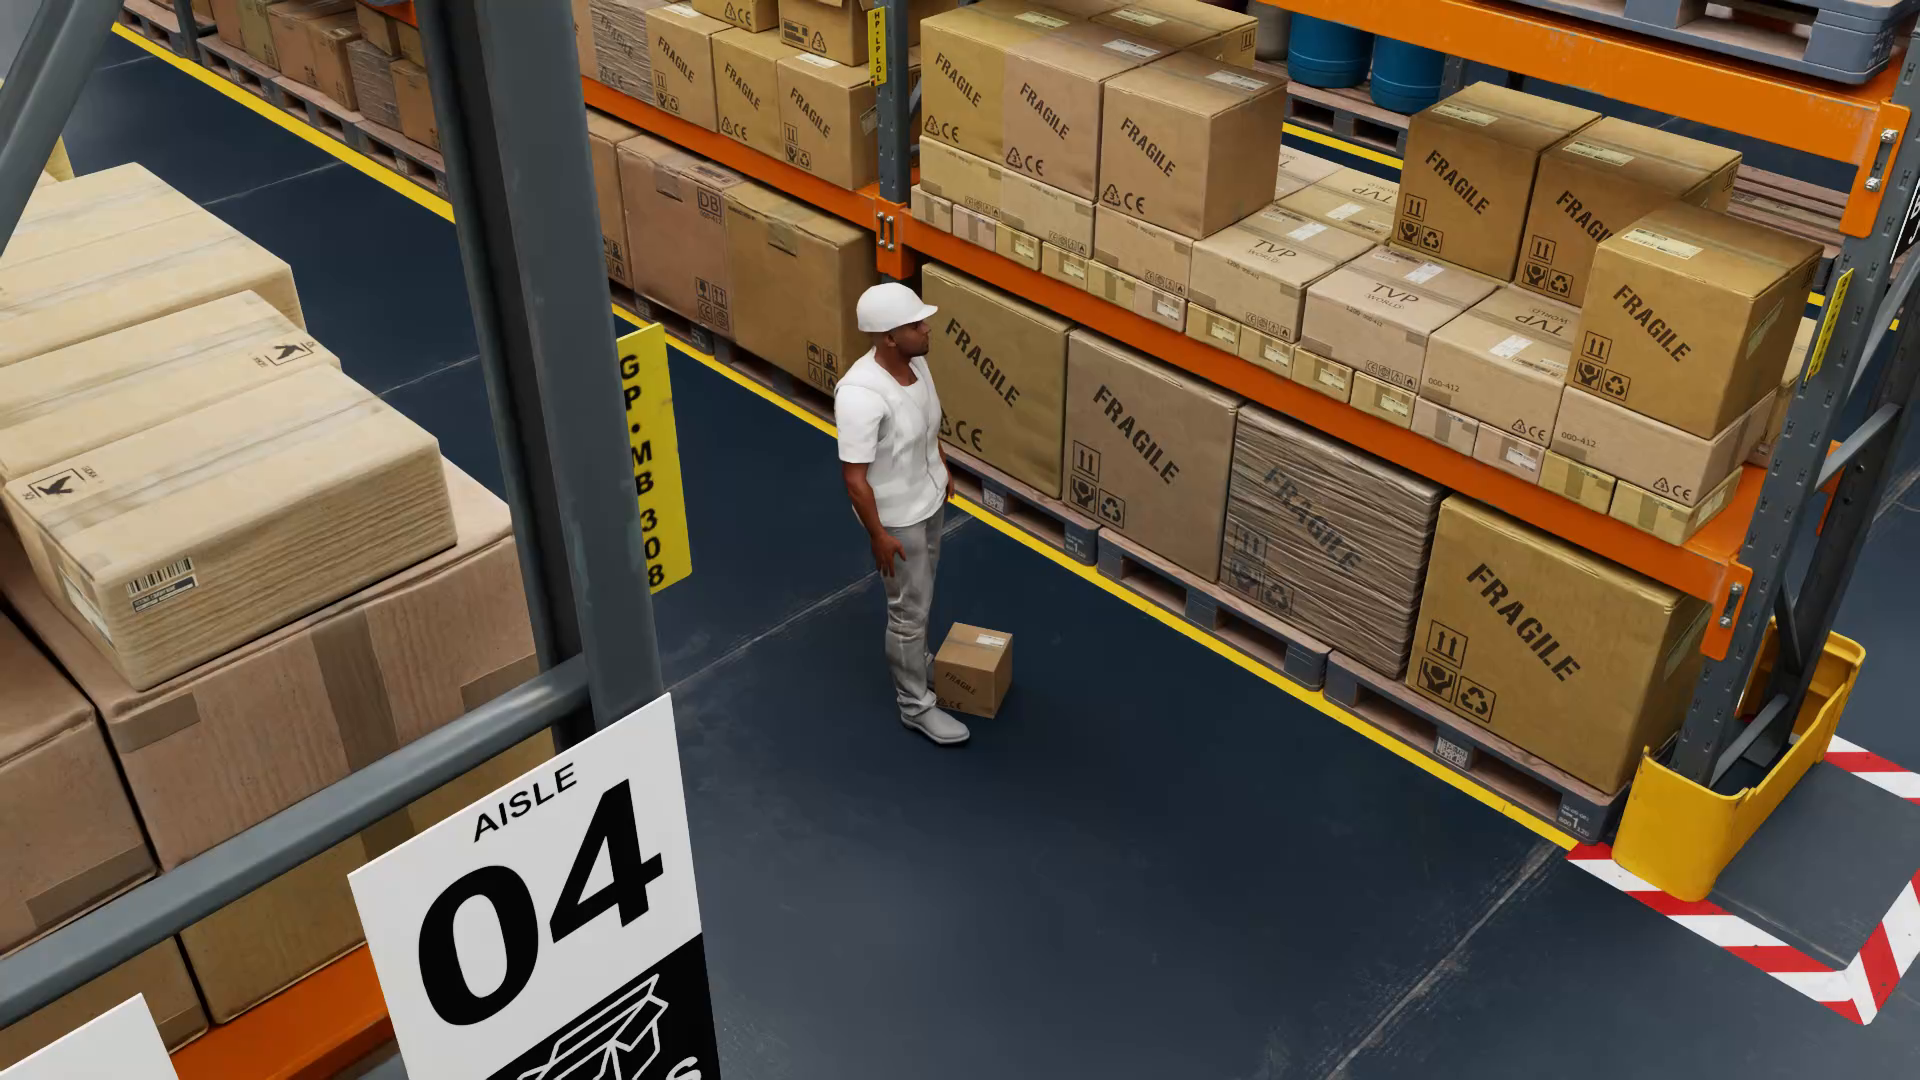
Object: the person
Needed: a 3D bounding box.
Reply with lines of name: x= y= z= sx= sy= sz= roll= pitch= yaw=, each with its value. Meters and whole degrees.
person: x=-0.141 y=-0.125 z=6.287 sx=0.574 sy=1.769 sz=0.665 roll=12 pitch=37 yaw=17
